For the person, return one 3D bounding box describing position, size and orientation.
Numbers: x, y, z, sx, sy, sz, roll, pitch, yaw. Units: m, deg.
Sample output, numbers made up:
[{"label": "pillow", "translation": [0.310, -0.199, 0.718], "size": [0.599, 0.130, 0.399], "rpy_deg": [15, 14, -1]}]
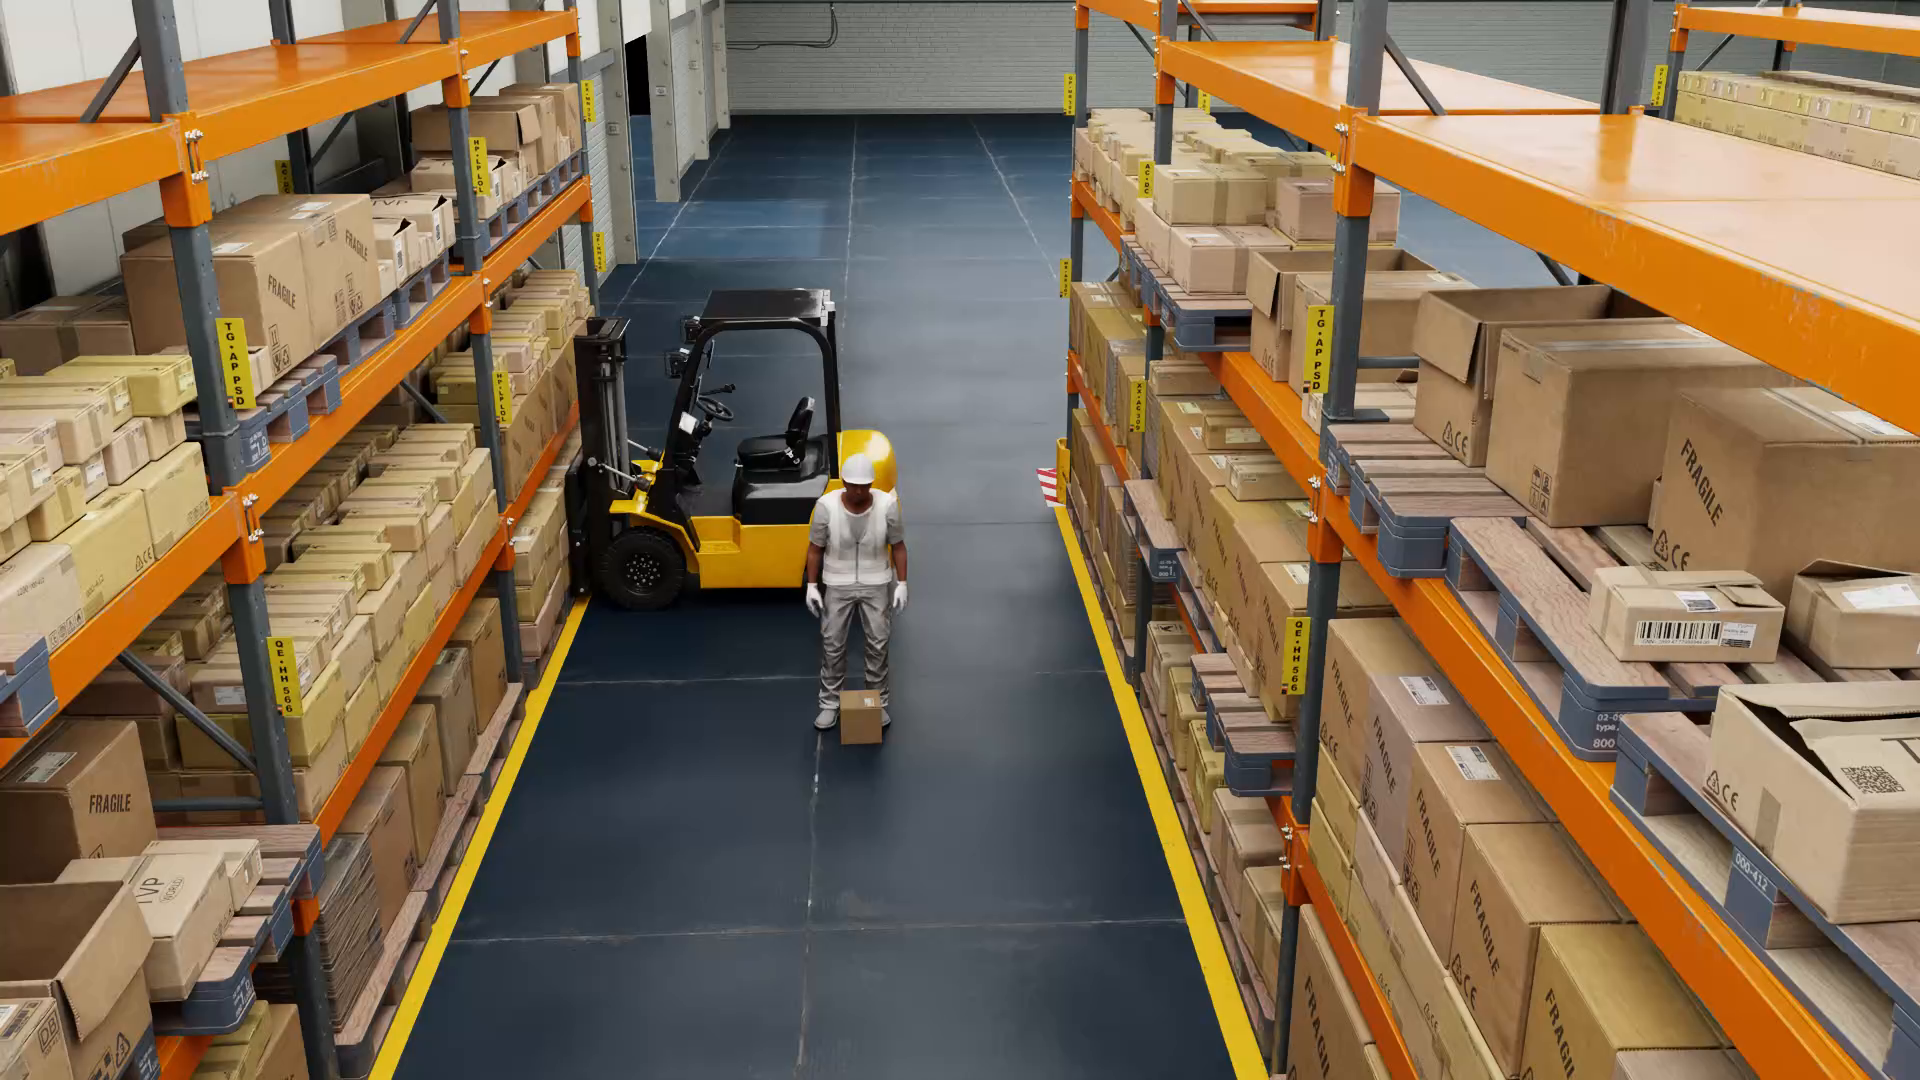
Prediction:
[{"label": "person", "translation": [-0.633, 0.303, 10.235], "size": [0.630, 1.774, 0.451], "rpy_deg": [-2, 20, -4]}]
